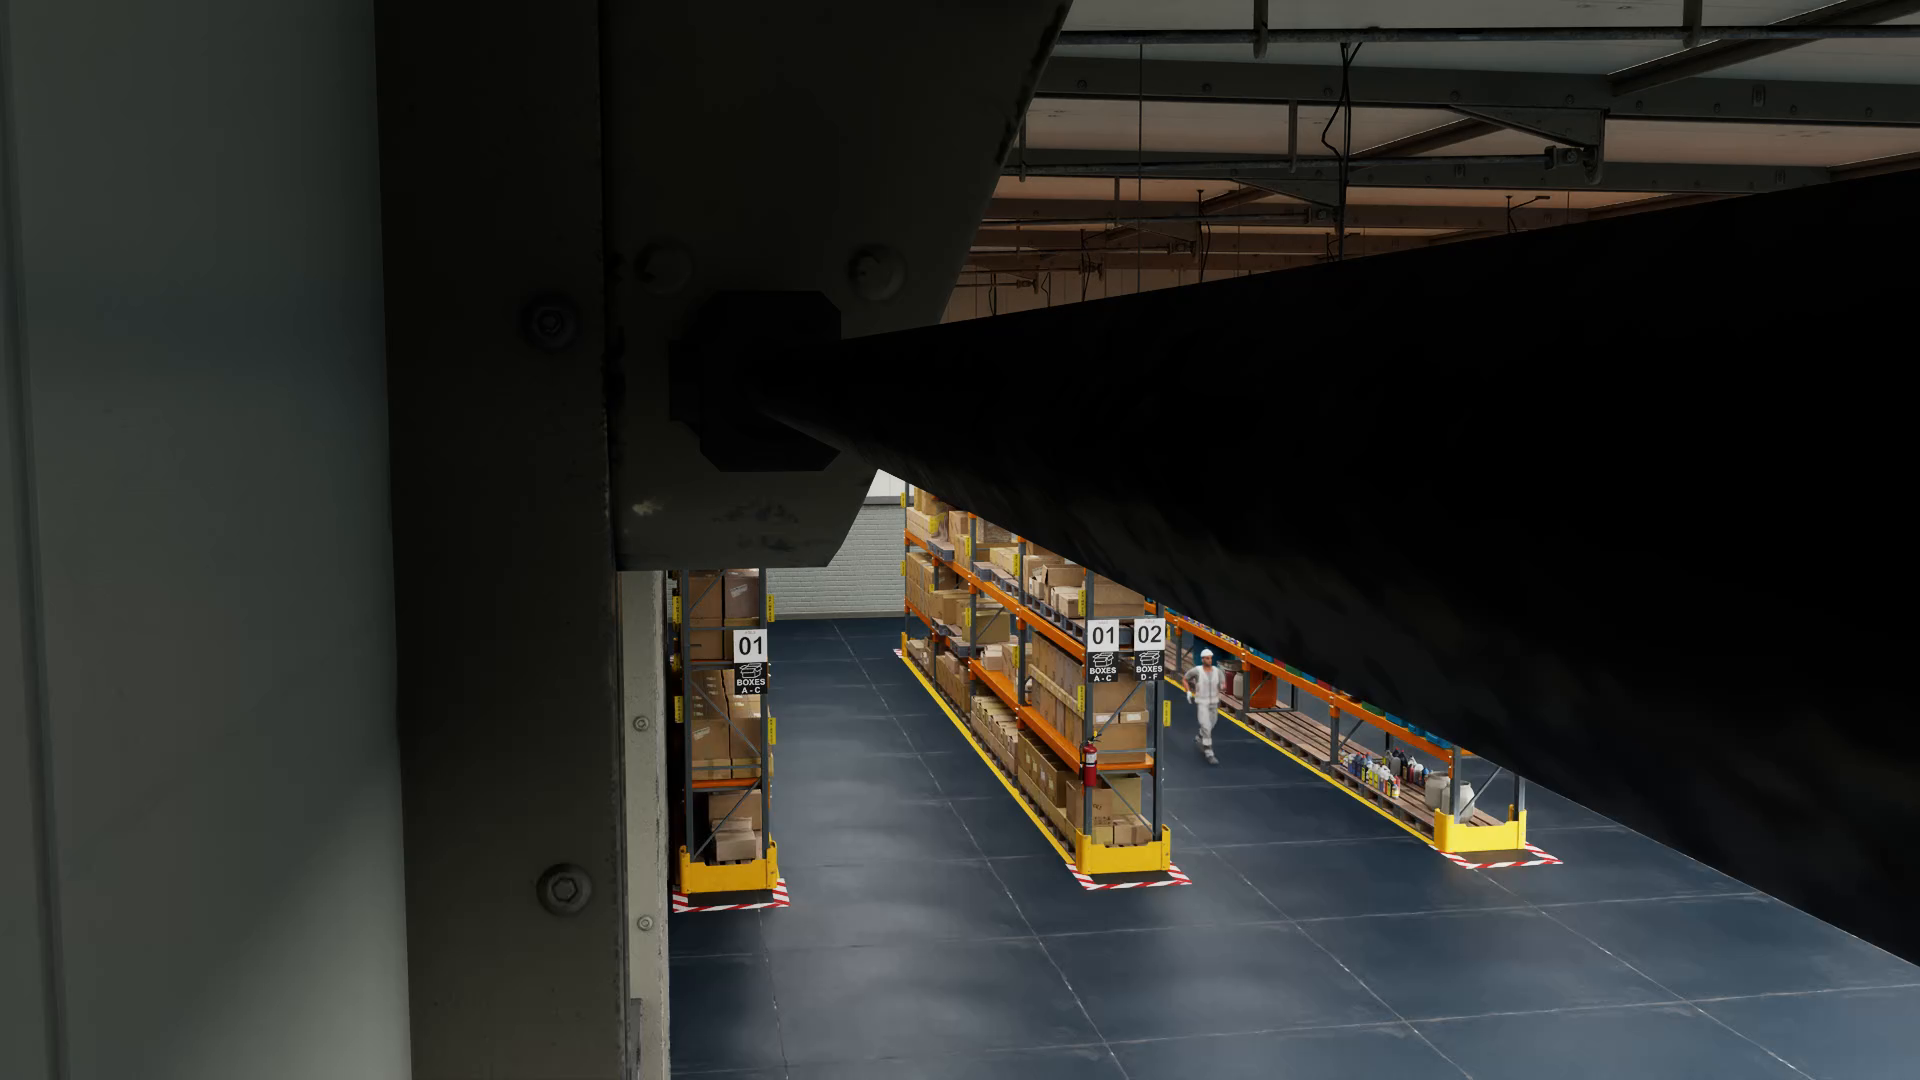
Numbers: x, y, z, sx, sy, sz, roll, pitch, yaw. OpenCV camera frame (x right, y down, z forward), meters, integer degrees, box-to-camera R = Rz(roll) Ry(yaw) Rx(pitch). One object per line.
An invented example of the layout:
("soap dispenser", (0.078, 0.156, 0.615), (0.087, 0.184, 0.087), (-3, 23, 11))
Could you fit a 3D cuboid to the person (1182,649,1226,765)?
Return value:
("person", (3.970, 2.637, 26.758), (0.659, 1.773, 1.002), (-2, 6, -19))
